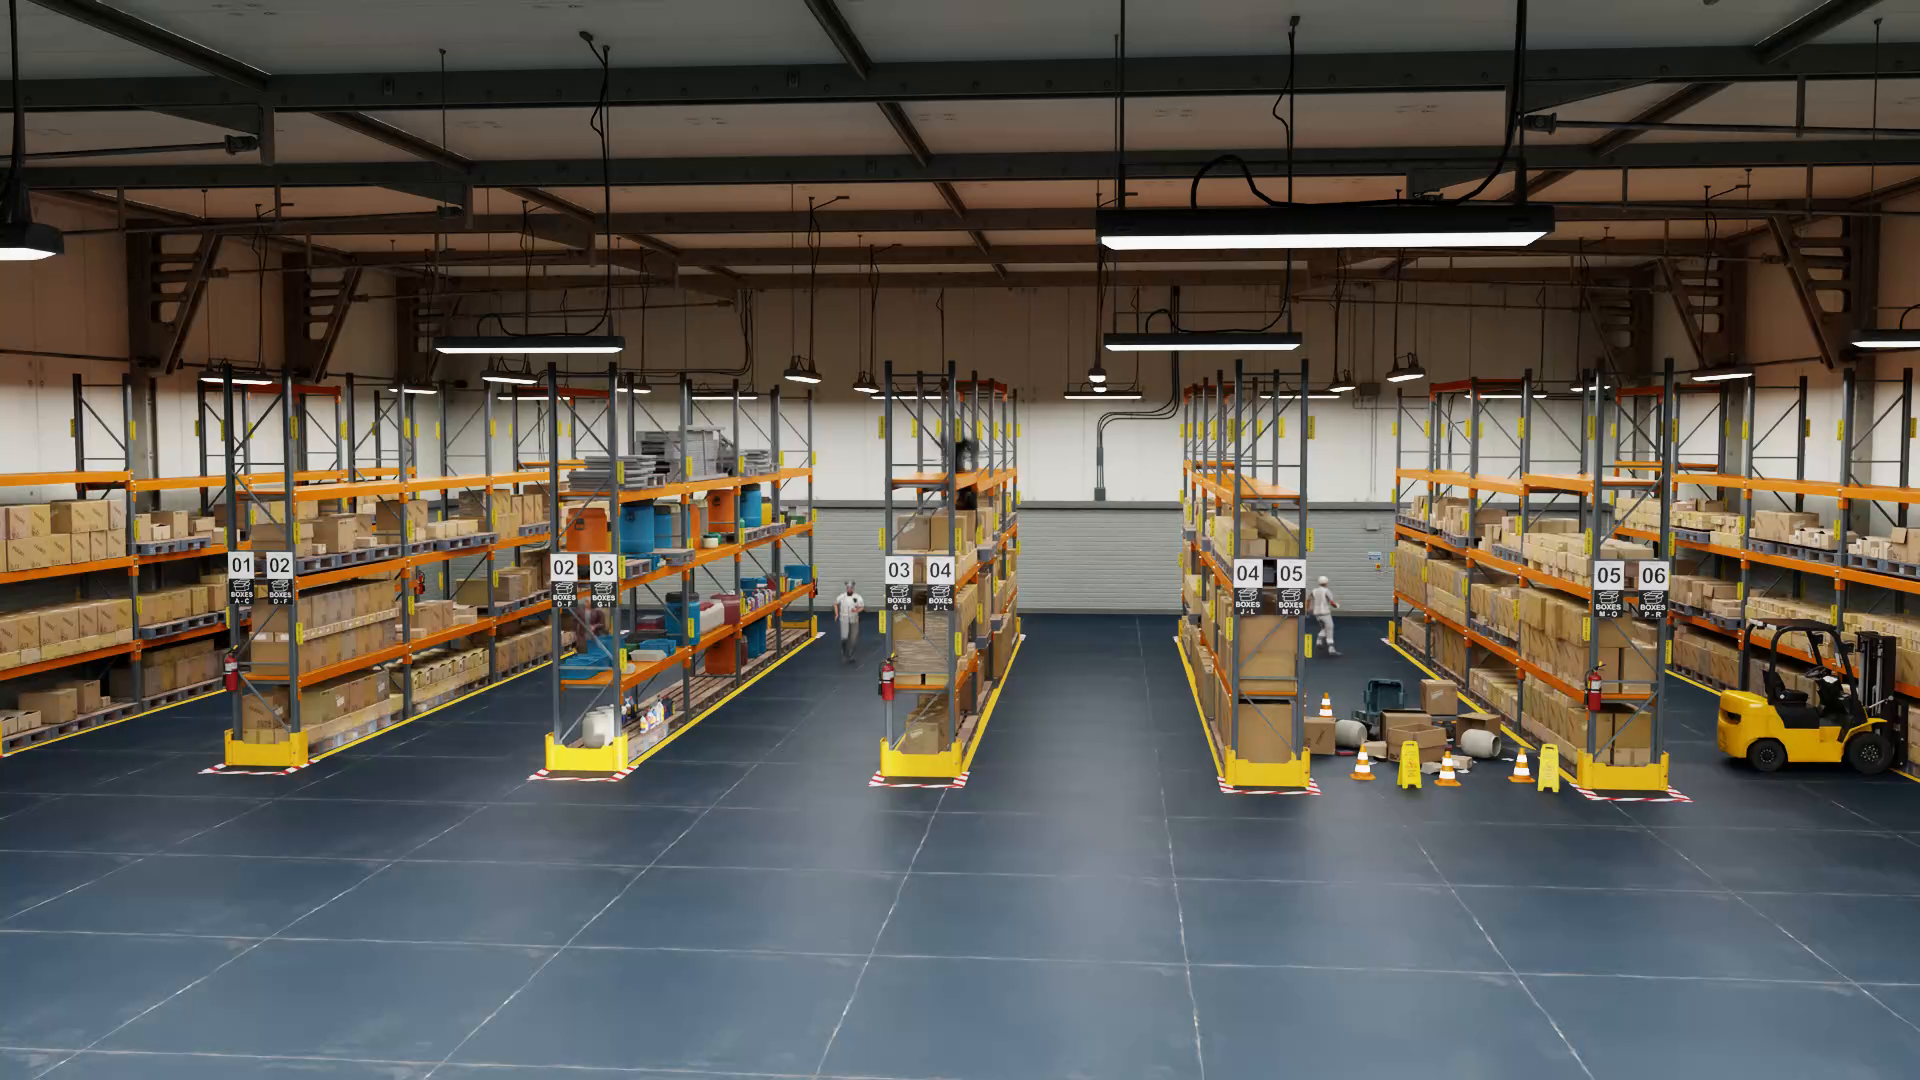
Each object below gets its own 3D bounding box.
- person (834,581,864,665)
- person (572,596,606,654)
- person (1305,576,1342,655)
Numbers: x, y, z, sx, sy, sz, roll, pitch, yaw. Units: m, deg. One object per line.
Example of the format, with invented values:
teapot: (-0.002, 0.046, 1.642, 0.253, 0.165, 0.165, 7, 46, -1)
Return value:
person: (-2.379, 1.779, 35.724, 0.644, 1.820, 0.735, 0, 4, -5)
person: (-7.271, 2.028, 32.512, 0.698, 1.700, 0.764, 0, 4, -4)
person: (8.259, 1.677, 37.471, 0.600, 1.730, 0.970, -3, 5, -35)
